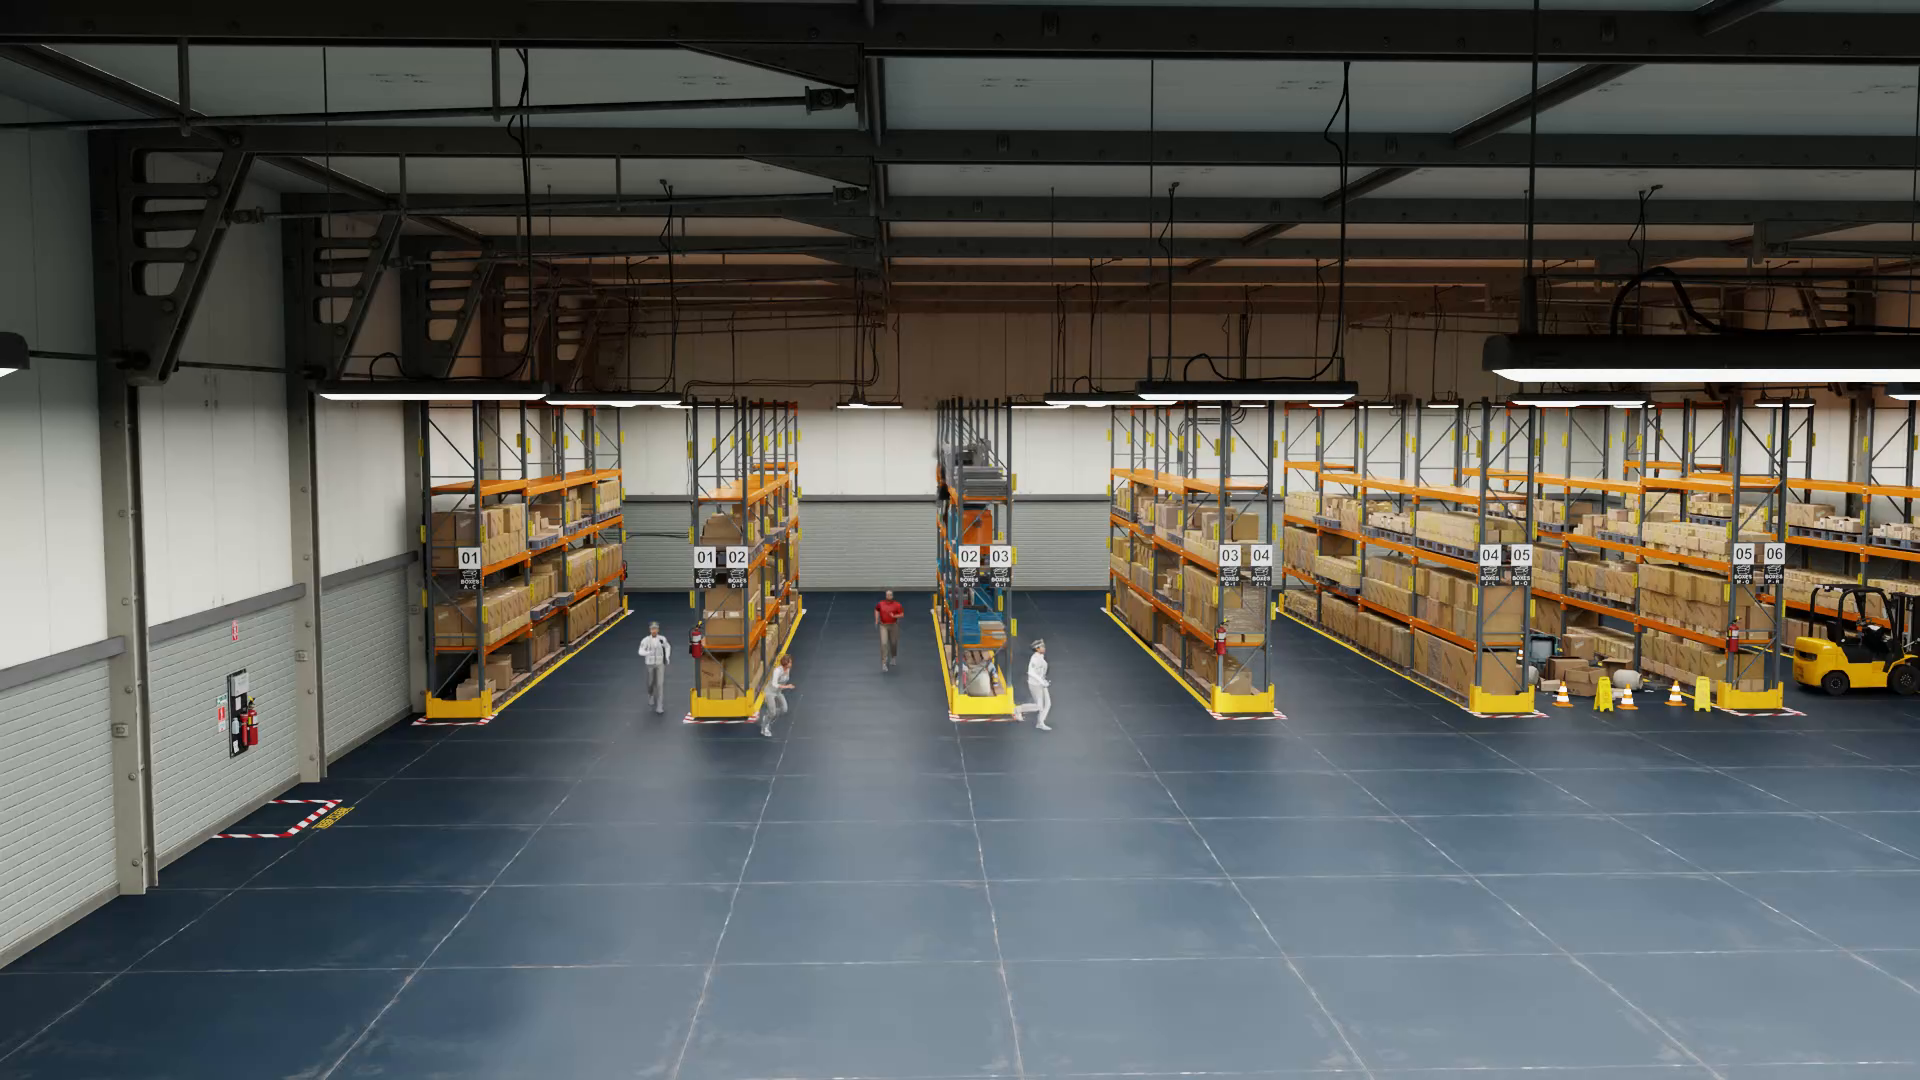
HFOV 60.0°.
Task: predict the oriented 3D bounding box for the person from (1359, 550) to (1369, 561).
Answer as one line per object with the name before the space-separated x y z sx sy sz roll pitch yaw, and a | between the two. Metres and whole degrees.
person | 11.303 1.206 47.017 0.669 1.838 0.838 -1 5 -17

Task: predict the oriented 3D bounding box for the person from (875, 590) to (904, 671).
person | -1.574 1.983 36.969 0.653 1.748 0.921 0 4 -1

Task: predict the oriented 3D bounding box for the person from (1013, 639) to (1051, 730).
person | 1.323 2.594 29.975 0.700 1.657 0.613 1 5 19

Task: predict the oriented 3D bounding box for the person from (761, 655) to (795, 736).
person | -3.184 2.736 29.333 0.782 1.454 0.552 2 5 29

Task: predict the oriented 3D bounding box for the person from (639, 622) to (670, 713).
person | -5.838 2.396 31.828 0.605 1.691 0.930 -1 5 -12
